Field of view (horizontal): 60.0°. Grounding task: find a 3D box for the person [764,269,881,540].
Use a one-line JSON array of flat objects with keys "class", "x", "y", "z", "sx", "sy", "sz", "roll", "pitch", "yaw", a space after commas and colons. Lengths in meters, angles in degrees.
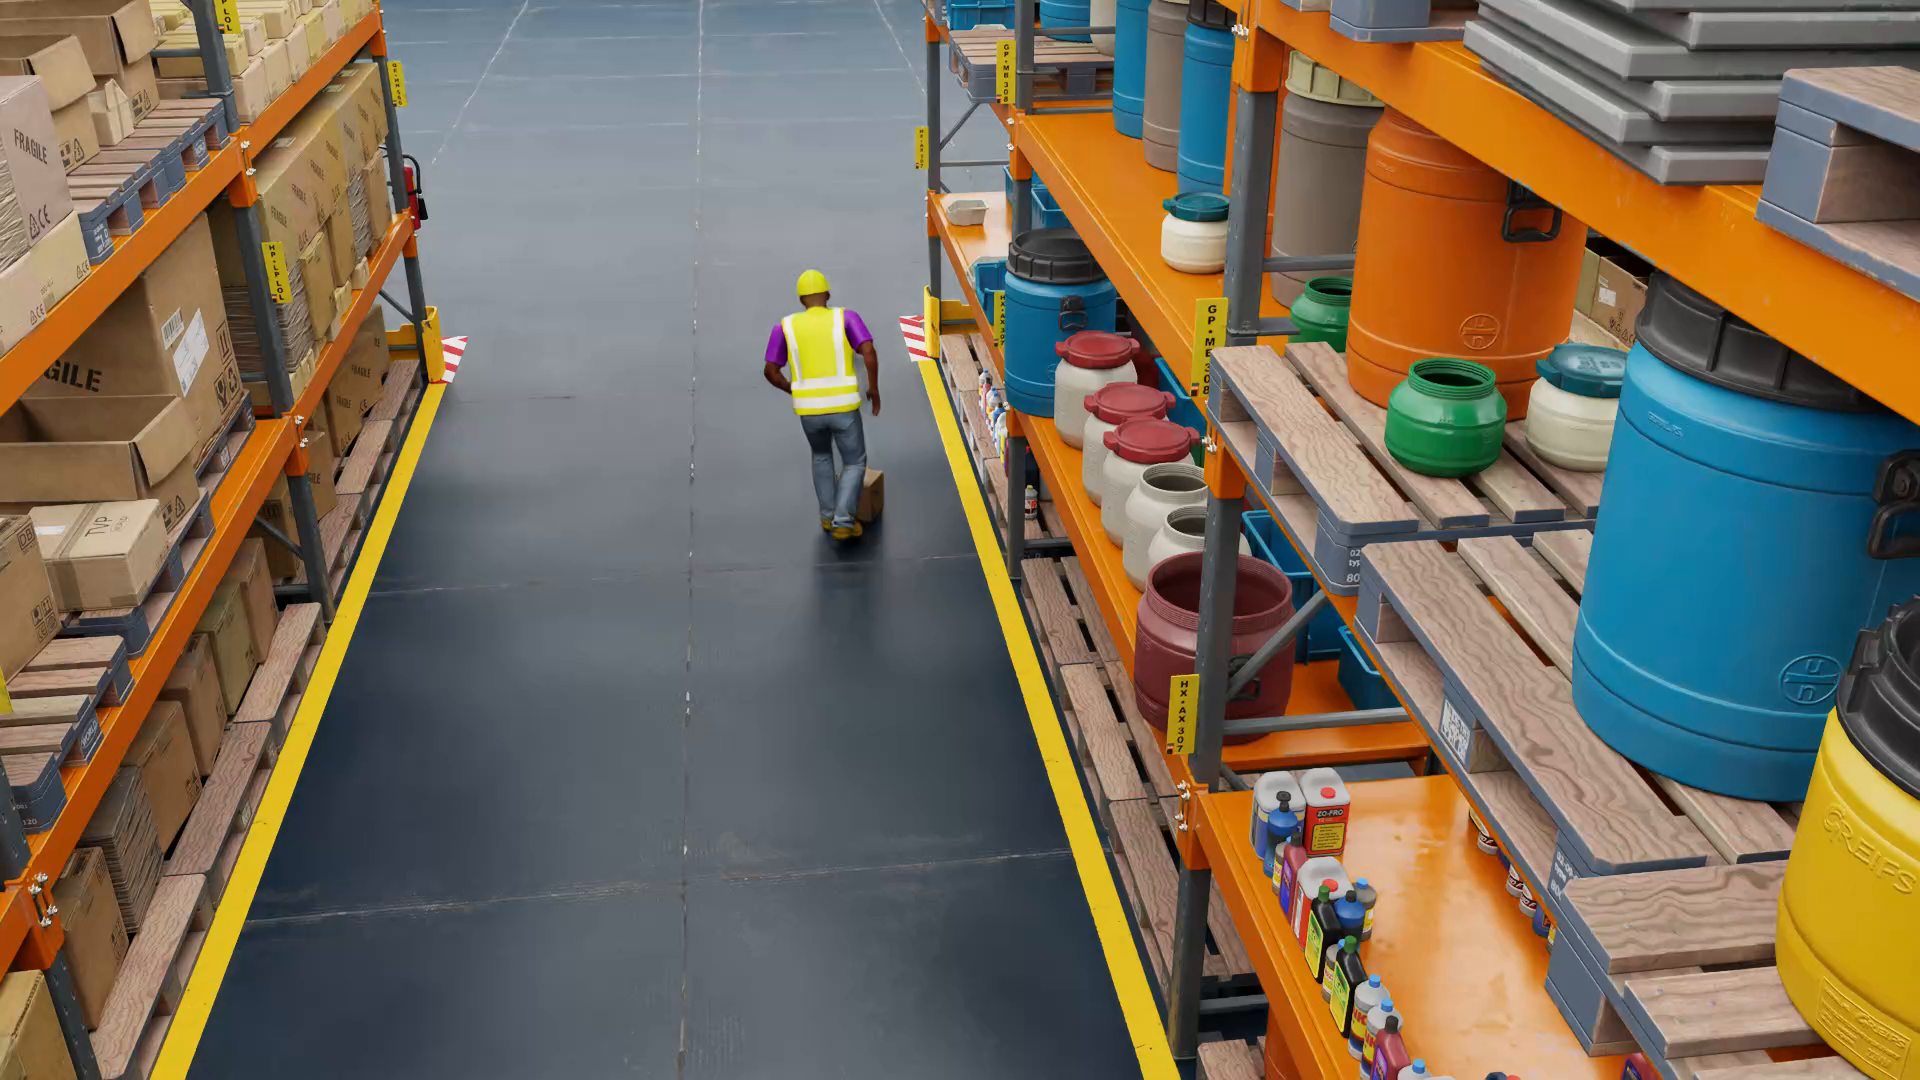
[{"class": "person", "x": -0.849, "y": -0.823, "z": 10.373, "sx": 0.725, "sy": 1.621, "sz": 0.870, "roll": 1, "pitch": 27, "yaw": 2}]
